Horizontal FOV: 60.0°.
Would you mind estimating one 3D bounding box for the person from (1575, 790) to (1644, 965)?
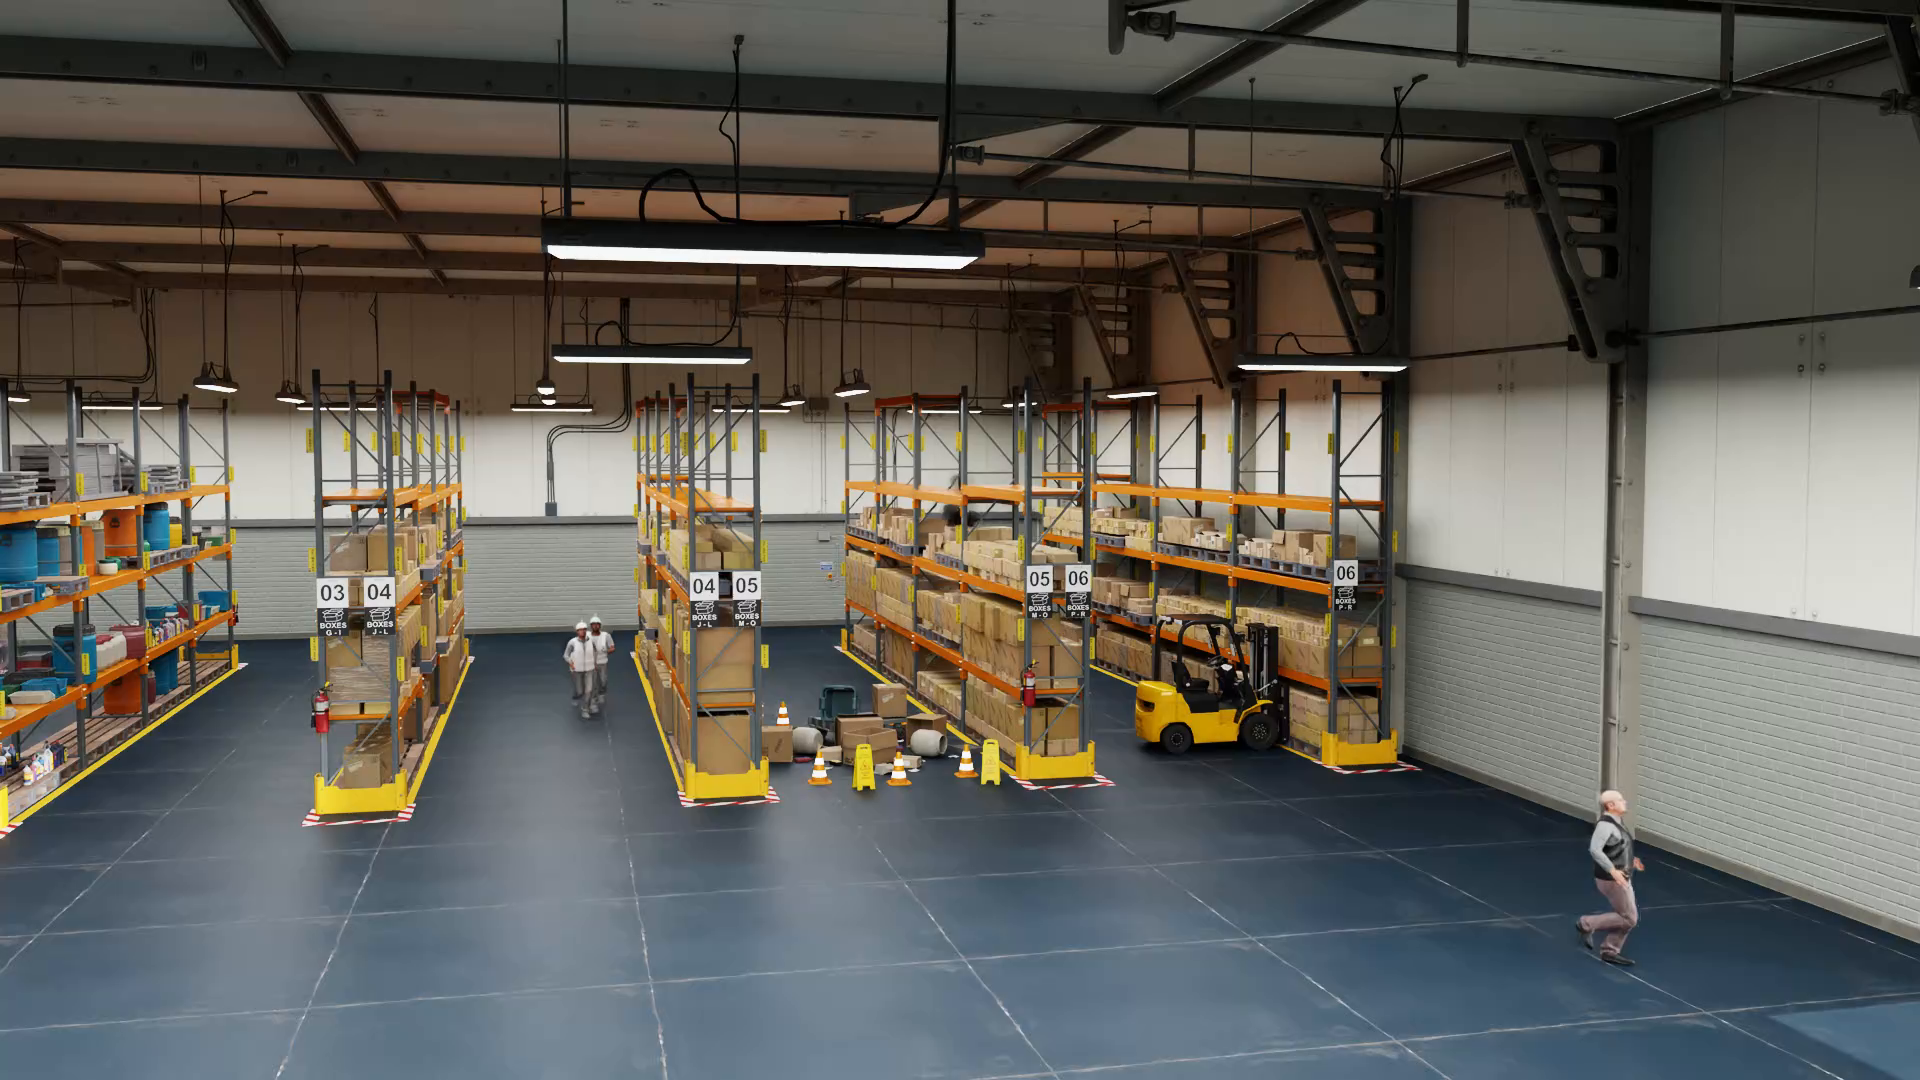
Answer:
[{"bbox_3d":[6.264,3.244,16.022,0.583,1.679,0.665,2,4,30],"label":"person"}]

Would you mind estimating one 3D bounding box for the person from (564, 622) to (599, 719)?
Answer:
[{"bbox_3d":[-6.949,2.381,30.576,0.663,1.750,0.756,-2,4,-27],"label":"person"}]

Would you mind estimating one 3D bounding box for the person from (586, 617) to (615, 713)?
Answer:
[{"bbox_3d":[-6.801,2.319,31.068,0.696,1.763,0.946,-1,3,-13],"label":"person"}]
